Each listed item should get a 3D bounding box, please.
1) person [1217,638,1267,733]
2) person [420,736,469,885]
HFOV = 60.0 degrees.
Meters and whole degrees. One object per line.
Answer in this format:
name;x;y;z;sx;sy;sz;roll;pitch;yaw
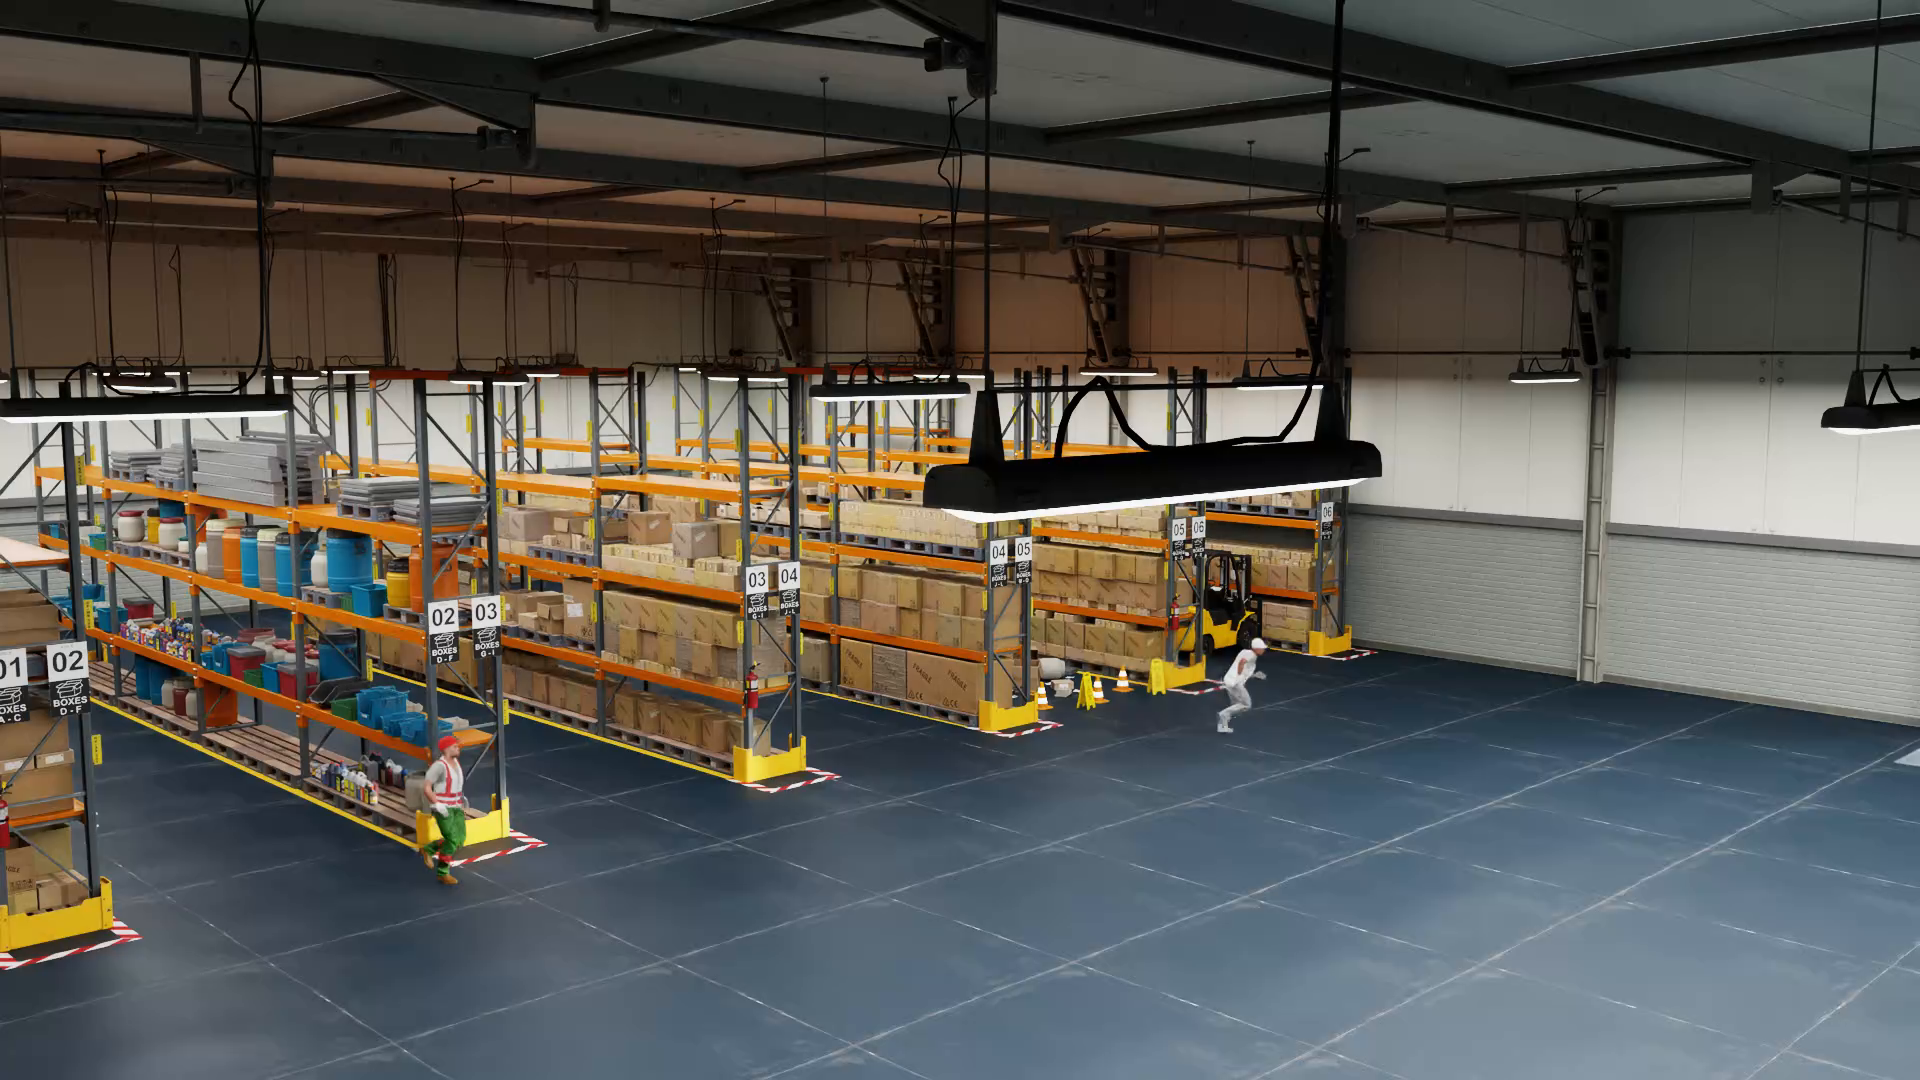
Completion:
person;4.703;2.431;27.618;0.822;1.591;0.715;0;6;-2
person;-6.240;3.223;20.076;0.589;1.723;0.702;2;7;15
